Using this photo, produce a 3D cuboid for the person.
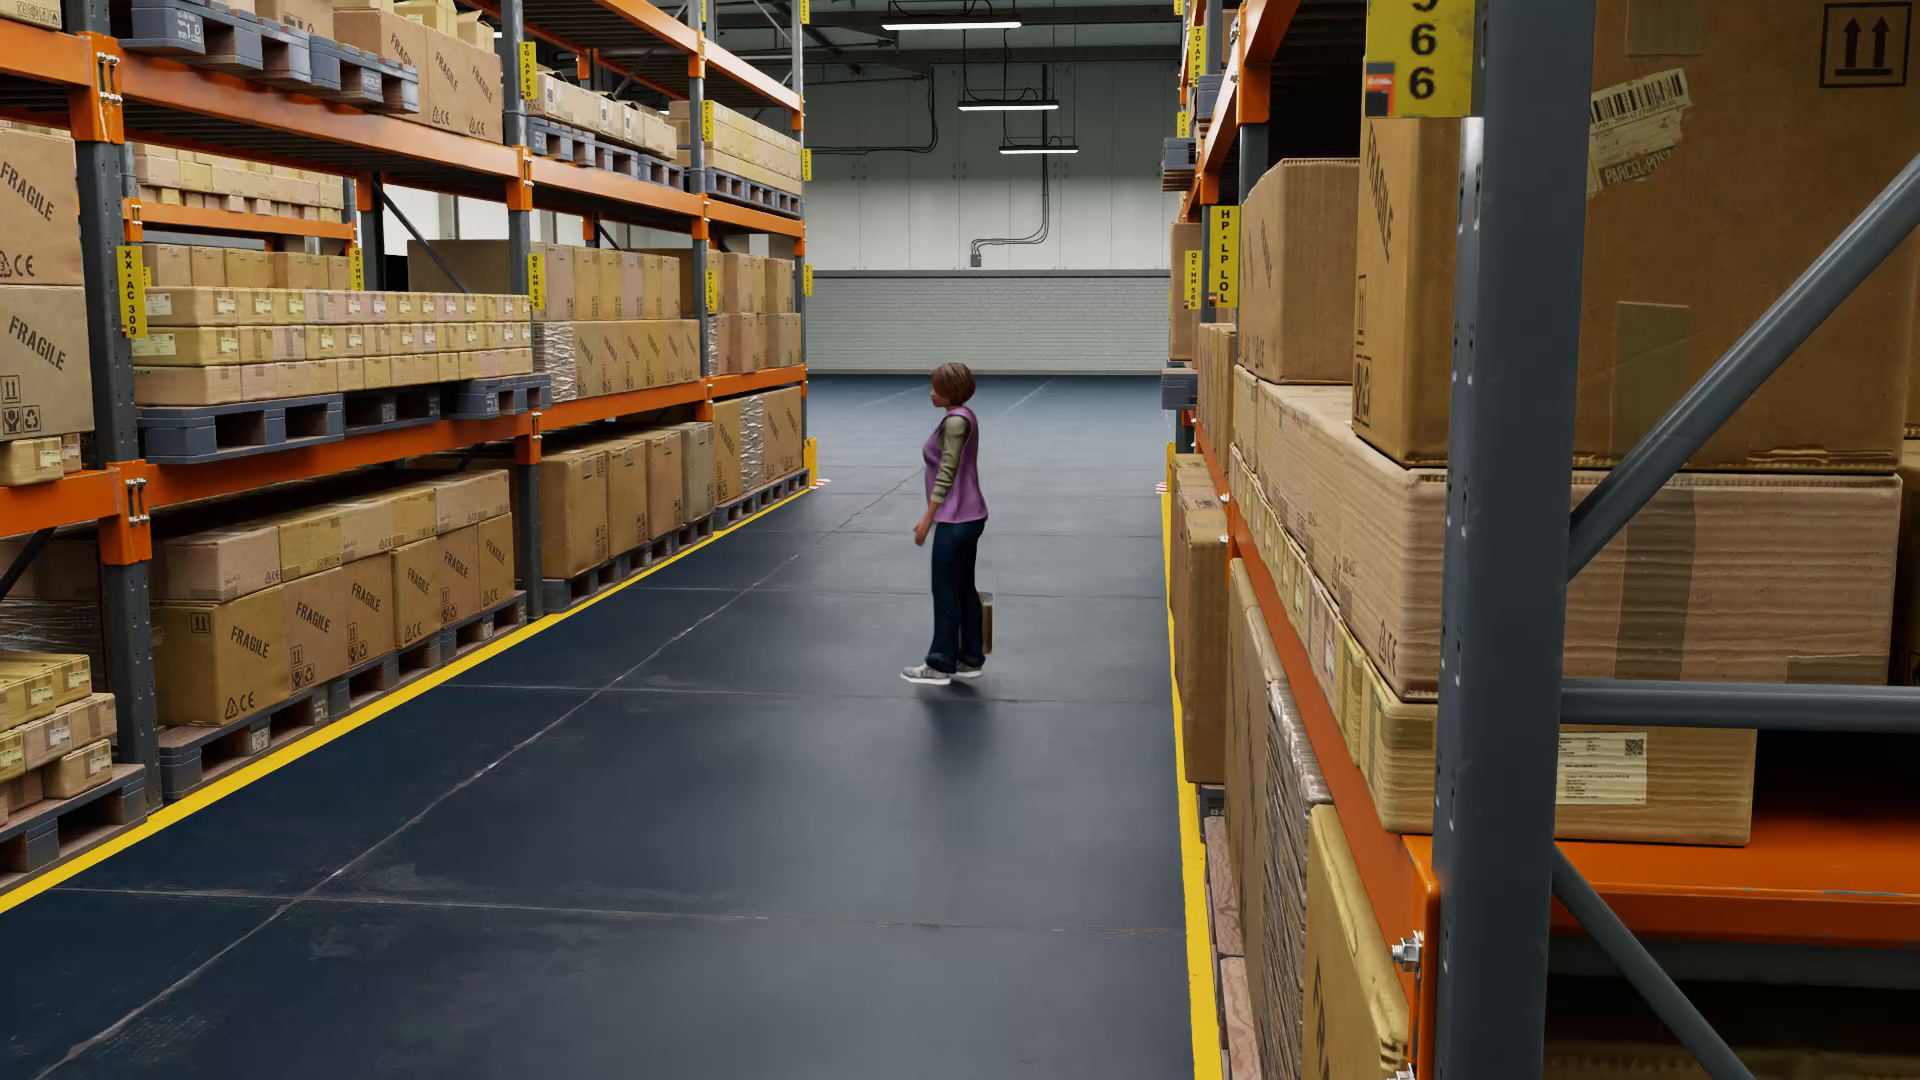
[{"bbox_3d":[-0.075,-0.077,8.238,0.438,1.605,0.452,1,8,7],"label":"person"}]
